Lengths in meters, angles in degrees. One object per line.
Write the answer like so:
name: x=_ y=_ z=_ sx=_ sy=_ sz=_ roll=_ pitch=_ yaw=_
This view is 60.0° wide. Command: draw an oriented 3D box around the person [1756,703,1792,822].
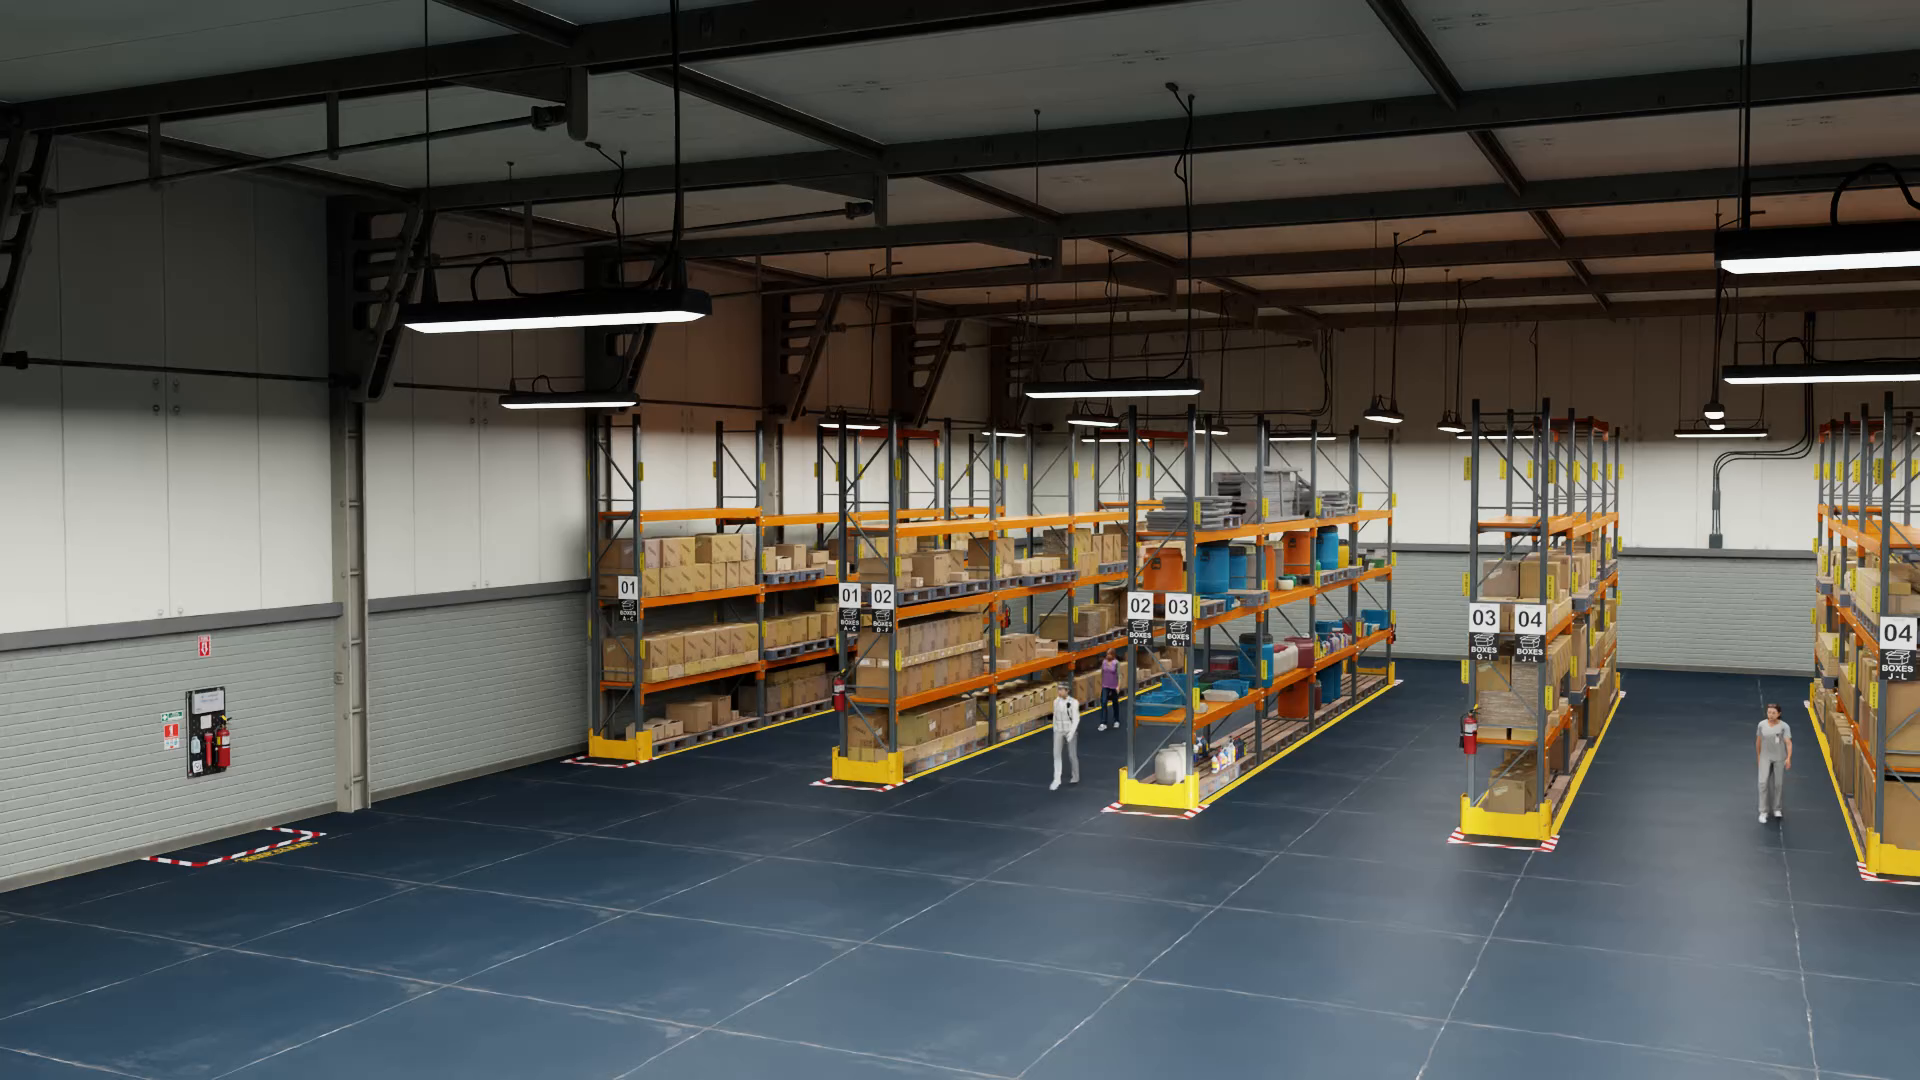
person: x=11.699 y=3.181 z=23.919 sx=0.488 sy=1.682 sz=0.681 roll=2 pitch=3 yaw=34

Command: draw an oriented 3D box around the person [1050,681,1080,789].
person: x=1.659 y=3.077 z=26.446 sx=0.513 sy=1.664 sz=0.812 roll=1 pitch=3 yaw=26

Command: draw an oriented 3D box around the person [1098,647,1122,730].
person: x=2.911 y=2.873 z=32.254 sx=0.483 sy=1.582 sz=0.708 roll=1 pitch=3 yaw=24
